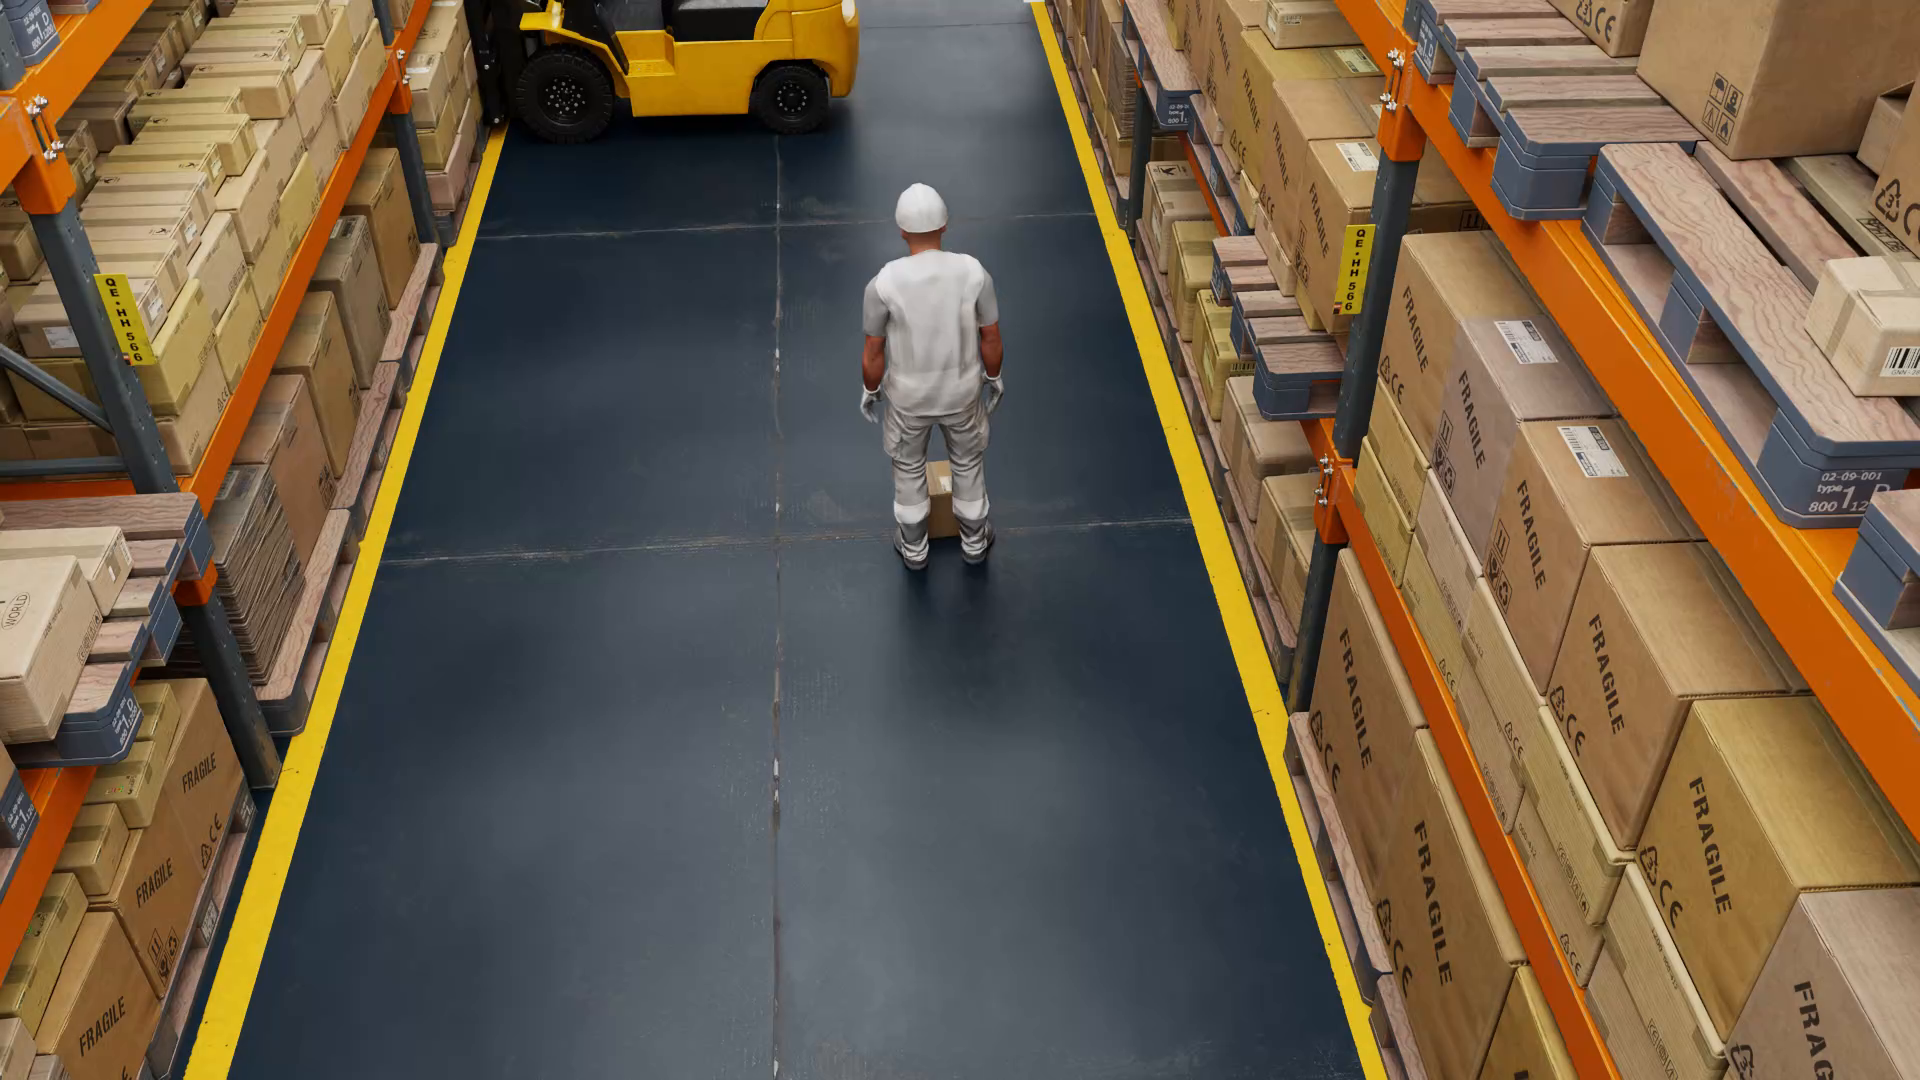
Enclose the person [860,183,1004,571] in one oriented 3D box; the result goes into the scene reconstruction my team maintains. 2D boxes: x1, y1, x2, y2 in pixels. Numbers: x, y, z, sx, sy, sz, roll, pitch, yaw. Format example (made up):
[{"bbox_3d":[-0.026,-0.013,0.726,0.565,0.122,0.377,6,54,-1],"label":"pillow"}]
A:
[{"bbox_3d":[-0.115,-0.636,6.934,0.611,1.778,0.451,-5,39,-7],"label":"person"}]
